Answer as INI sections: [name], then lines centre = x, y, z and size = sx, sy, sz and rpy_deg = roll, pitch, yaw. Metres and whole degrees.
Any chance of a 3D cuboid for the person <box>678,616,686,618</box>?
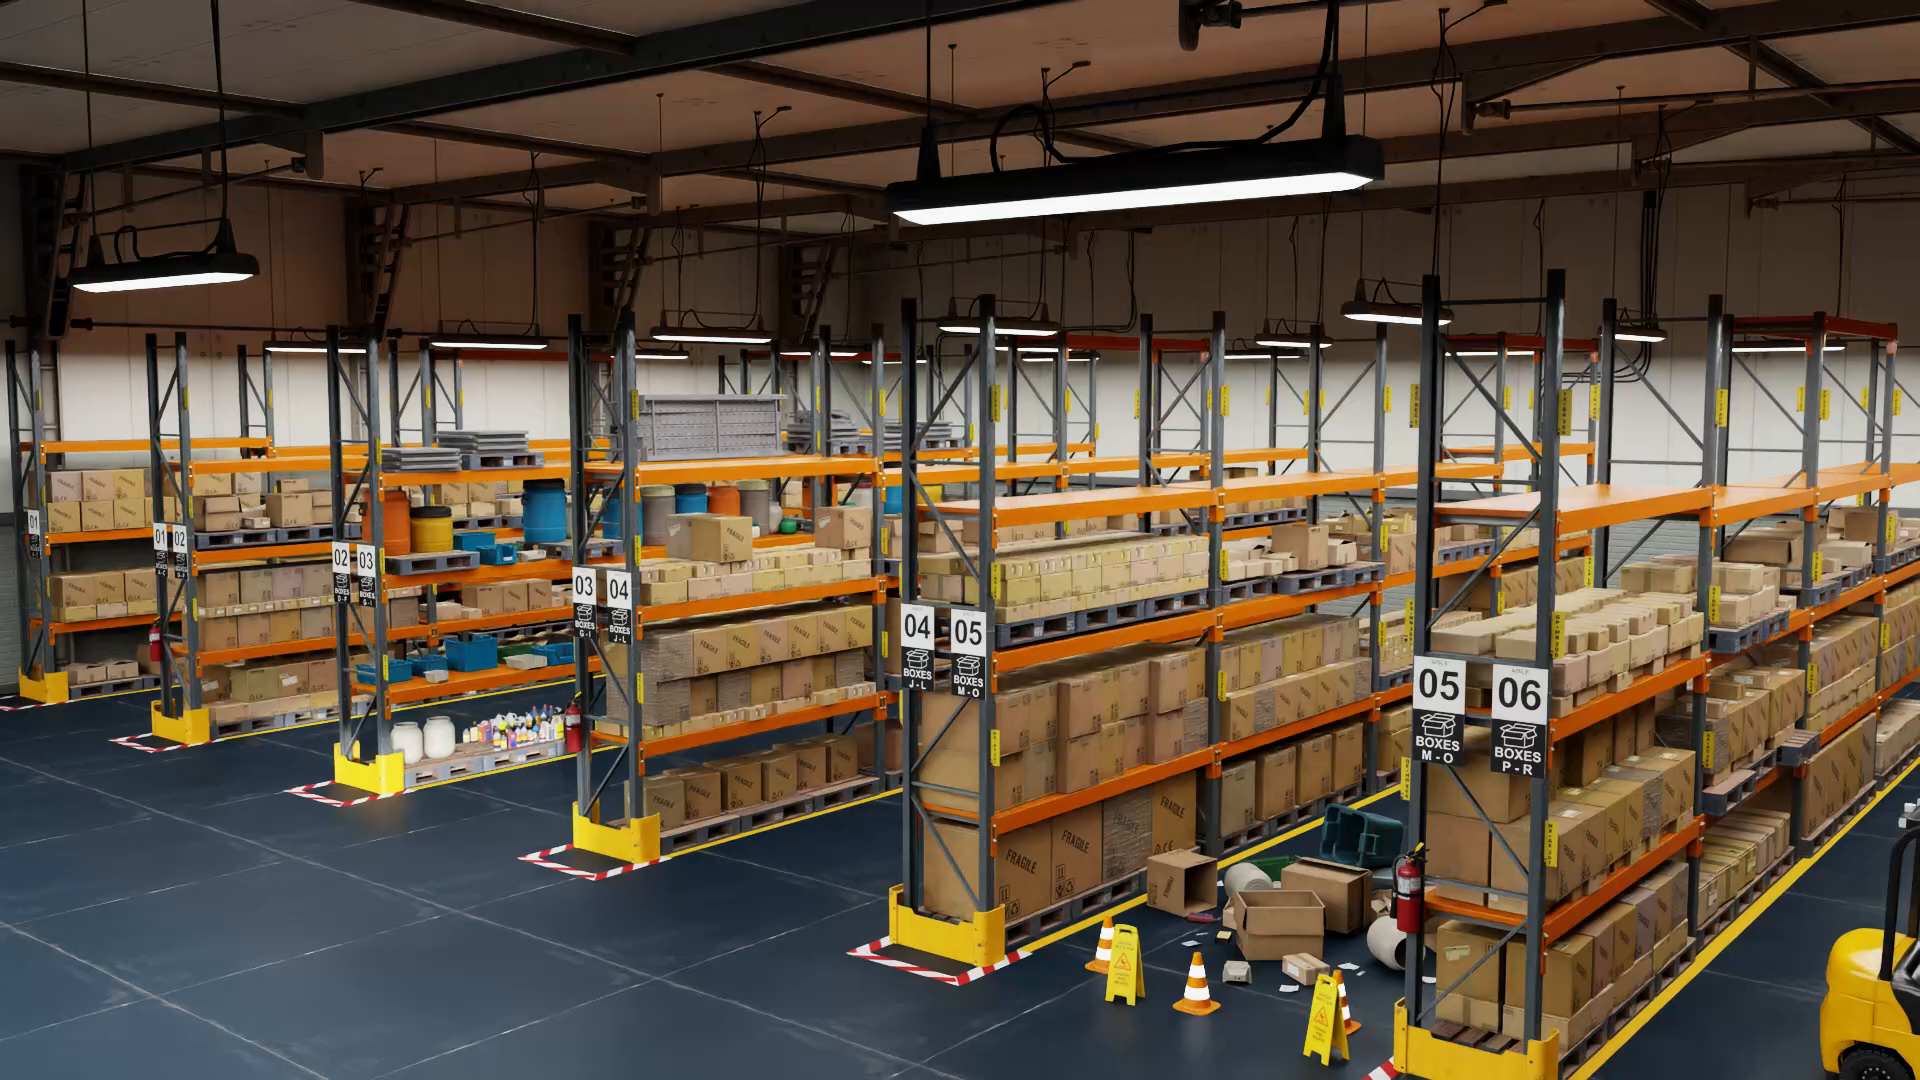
[person]
centre = -4.886, 1.803, 28.675
size = 0.474, 1.528, 1.017
rpy_deg = 3, 6, 28
